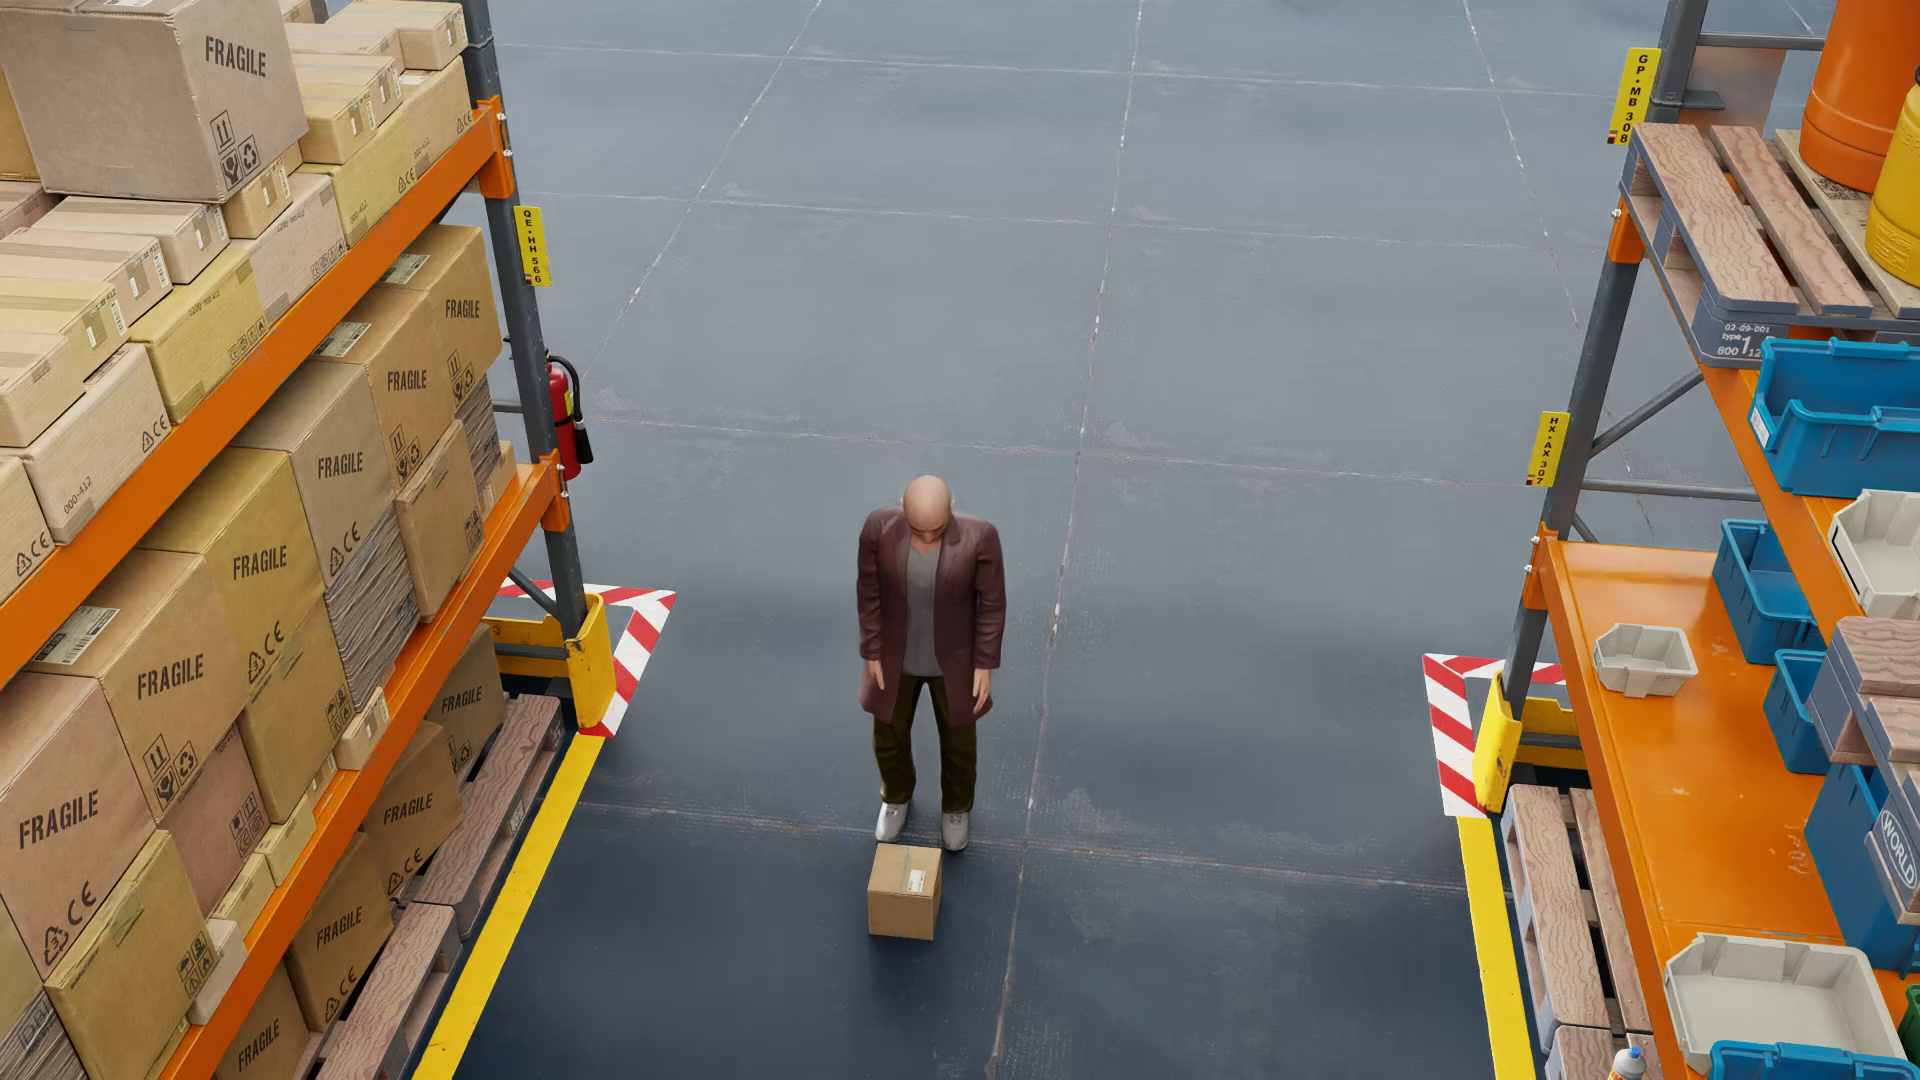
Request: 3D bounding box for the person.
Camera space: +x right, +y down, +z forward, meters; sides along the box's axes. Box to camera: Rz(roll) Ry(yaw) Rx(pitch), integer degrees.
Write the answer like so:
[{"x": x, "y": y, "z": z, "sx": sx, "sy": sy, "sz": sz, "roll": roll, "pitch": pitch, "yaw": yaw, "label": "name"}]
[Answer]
[{"x": -0.114, "y": 0.463, "z": 6.441, "sx": 0.579, "sy": 1.751, "sz": 0.390, "roll": 5, "pitch": 36, "yaw": 7, "label": "person"}]
